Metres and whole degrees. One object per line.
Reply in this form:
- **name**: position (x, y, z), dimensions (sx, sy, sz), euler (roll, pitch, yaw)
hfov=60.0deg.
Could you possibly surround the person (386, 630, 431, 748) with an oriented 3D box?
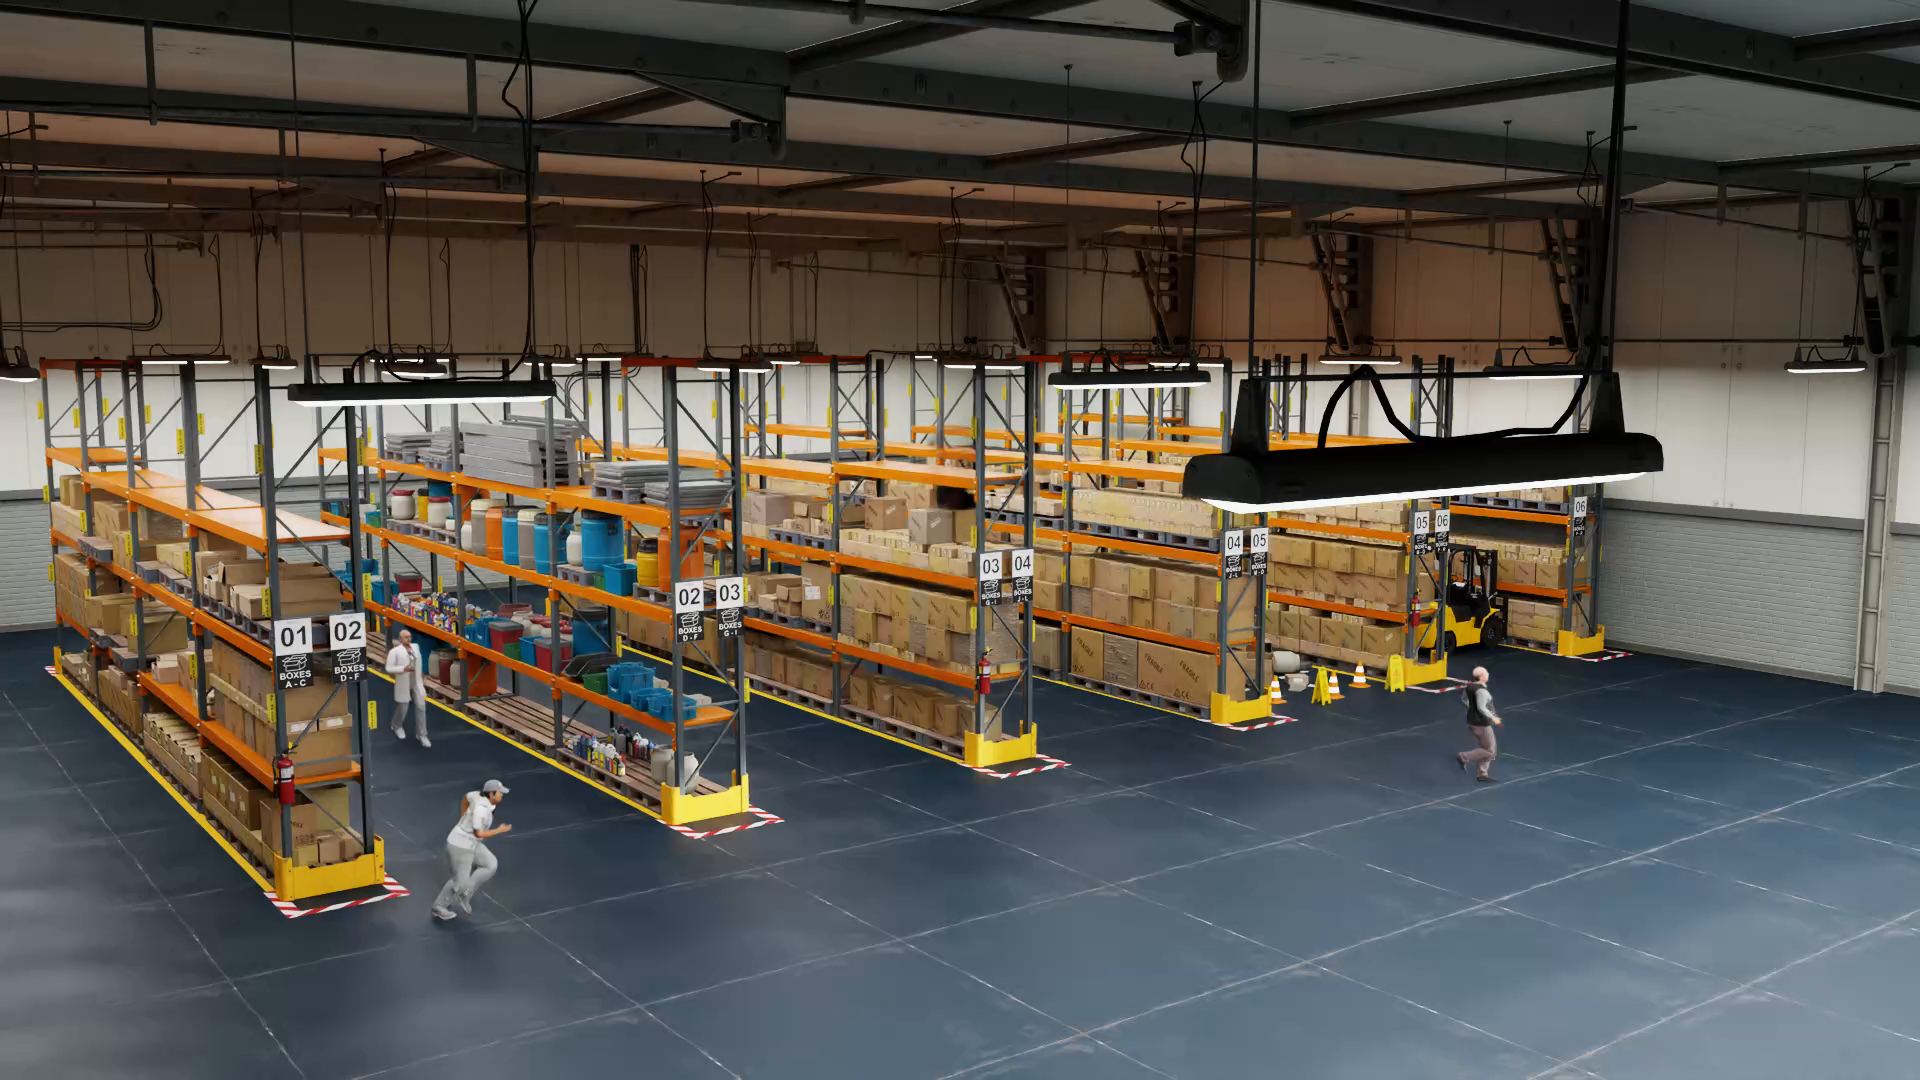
- **person**: position (-8.691, 2.310, 26.126), dimensions (0.697, 1.831, 0.966), euler (-7, 10, -44)

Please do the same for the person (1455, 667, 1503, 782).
- **person**: position (7.408, 2.648, 23.838), dimensions (0.660, 1.686, 0.670), euler (0, 7, -3)

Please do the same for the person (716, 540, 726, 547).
- **person**: position (-5.885, 0.669, 40.957), dimensions (0.590, 1.548, 0.582), euler (4, 8, 31)

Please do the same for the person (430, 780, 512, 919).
- **person**: position (-5.390, 3.381, 18.325), dimensions (0.911, 1.516, 0.638), euler (-1, 7, -9)
